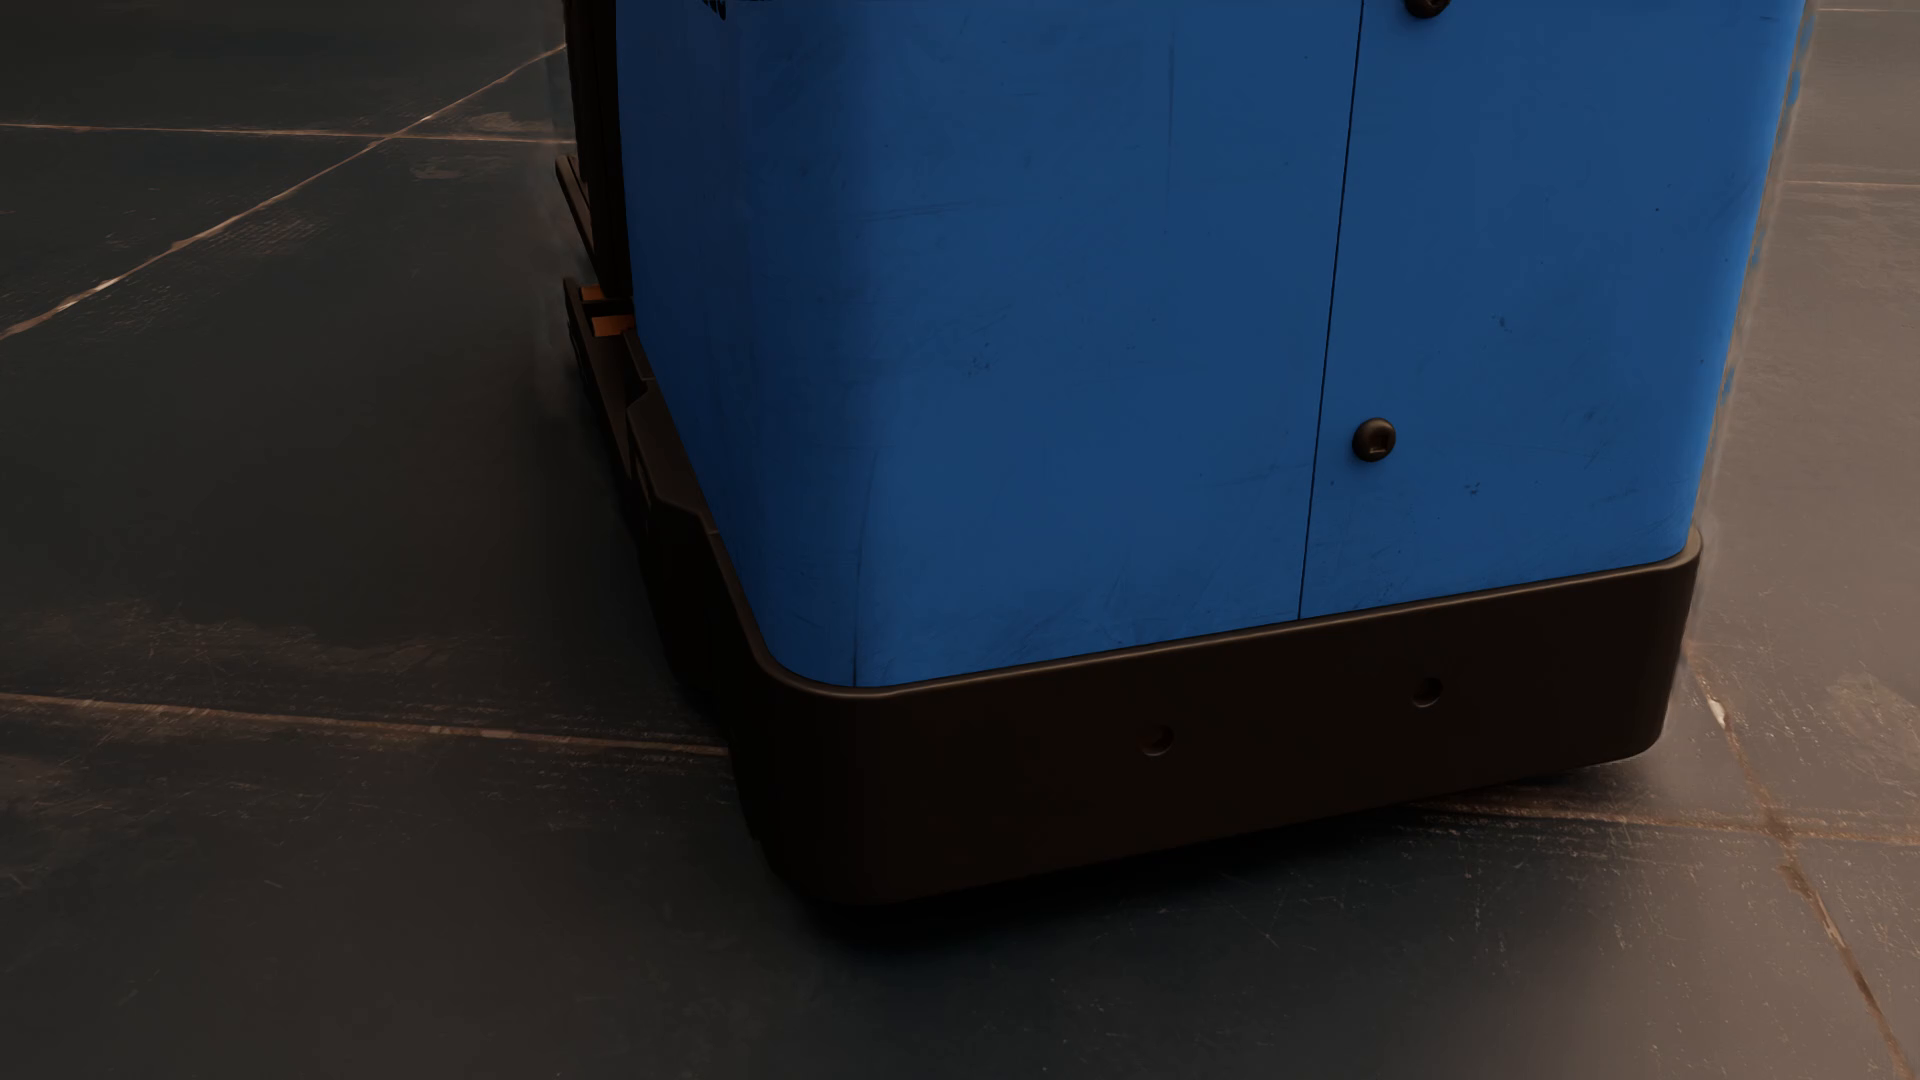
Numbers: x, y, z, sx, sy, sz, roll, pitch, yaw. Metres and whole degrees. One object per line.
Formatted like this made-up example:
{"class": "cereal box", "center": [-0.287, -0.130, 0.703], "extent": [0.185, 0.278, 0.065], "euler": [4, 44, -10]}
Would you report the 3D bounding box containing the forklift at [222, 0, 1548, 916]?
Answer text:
{"class": "forklift", "center": [0.368, -1.573, 2.370], "extent": [1.130, 2.935, 3.031], "euler": [13, 29, 25]}
